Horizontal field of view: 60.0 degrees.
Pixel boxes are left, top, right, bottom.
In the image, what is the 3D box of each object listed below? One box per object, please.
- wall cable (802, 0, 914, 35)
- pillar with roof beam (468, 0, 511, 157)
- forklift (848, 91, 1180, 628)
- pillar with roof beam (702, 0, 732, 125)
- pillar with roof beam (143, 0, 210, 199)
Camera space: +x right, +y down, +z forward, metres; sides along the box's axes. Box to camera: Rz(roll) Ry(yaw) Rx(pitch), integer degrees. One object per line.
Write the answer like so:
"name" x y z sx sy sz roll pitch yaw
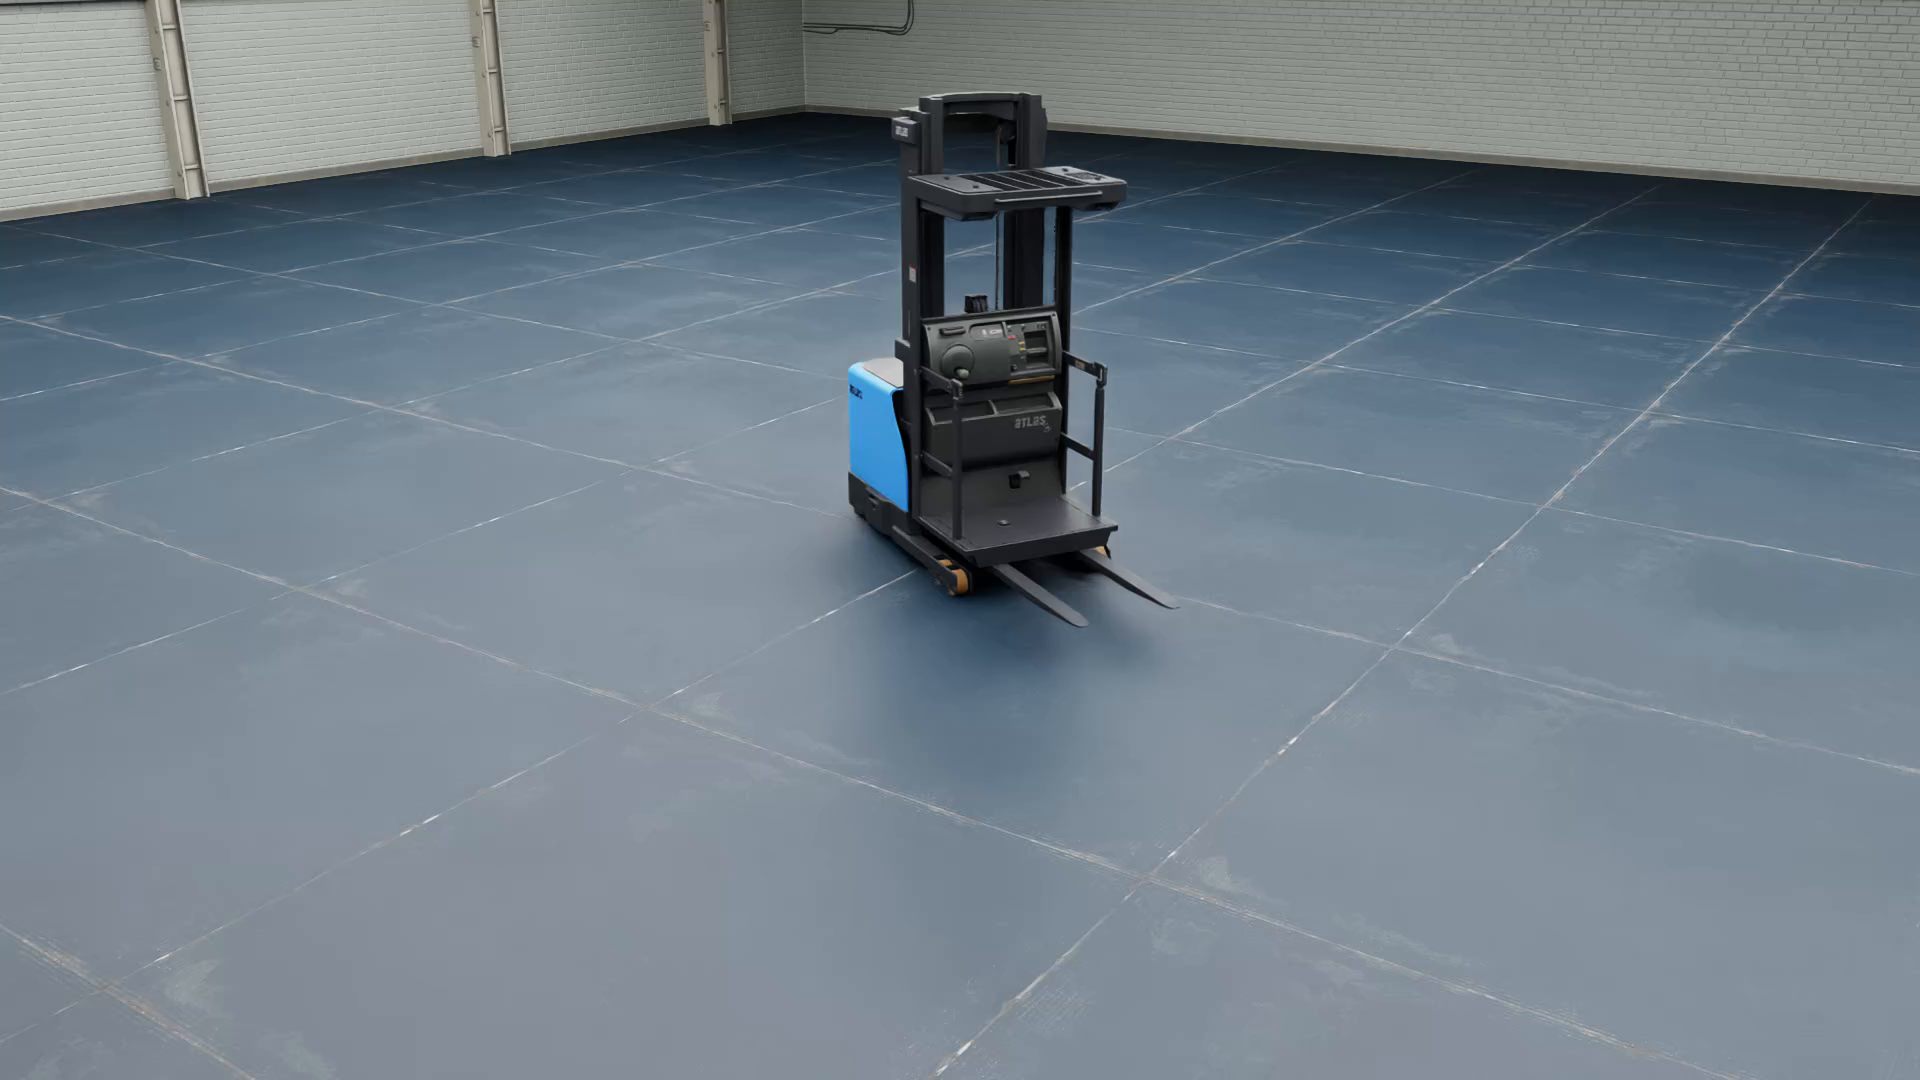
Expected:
"wall cable" -2.263 -12.053 35.353 3.097 2.526 0.112 13 24 32
"pillar with roof beam" -4.826 -10.360 26.303 9.100 9.000 0.400 13 24 32
"forklift" 0.310 -1.201 10.288 1.130 2.935 3.031 -10 22 -24
"pillar with roof beam" -1.453 -12.082 30.957 9.100 9.000 0.400 13 24 32
"pillar with roof beam" -8.198 -8.639 21.649 9.100 9.000 0.400 13 24 32
